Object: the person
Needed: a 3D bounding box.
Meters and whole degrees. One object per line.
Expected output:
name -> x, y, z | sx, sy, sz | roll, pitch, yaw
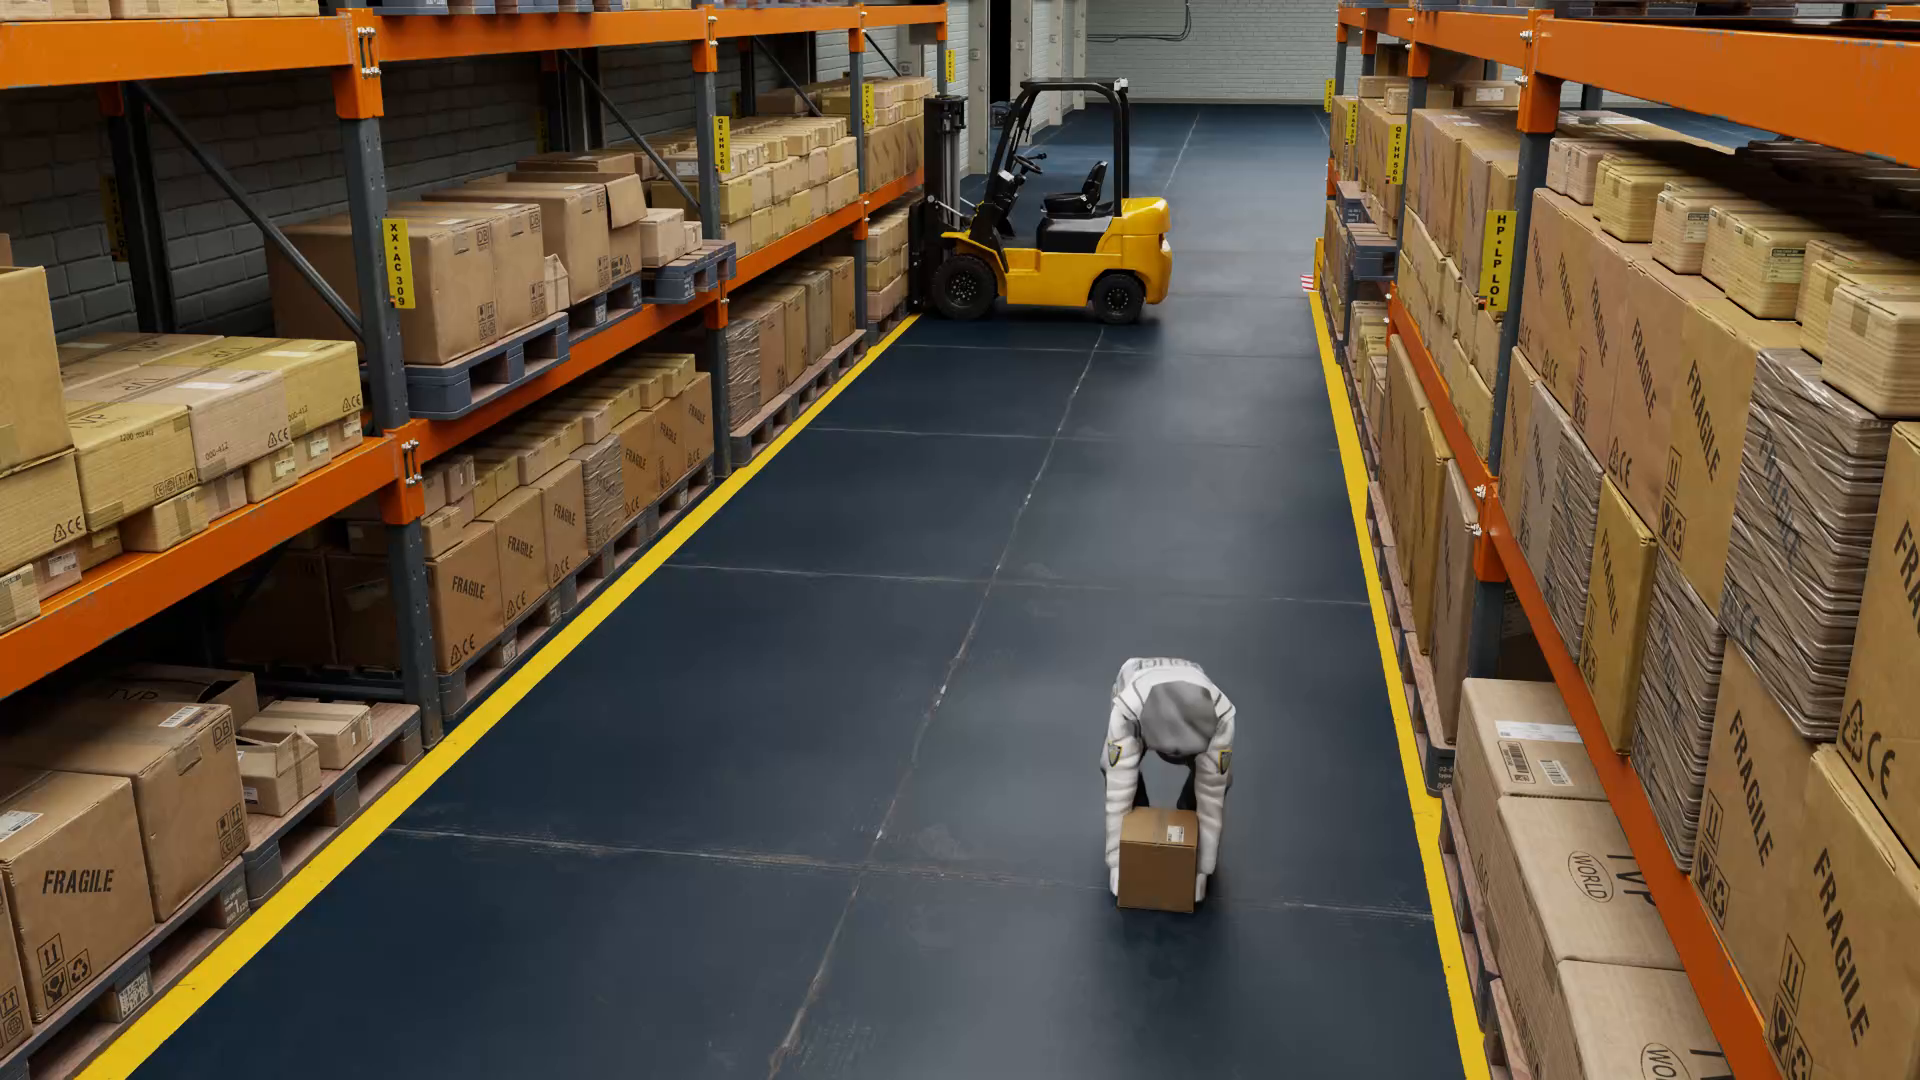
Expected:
person -> 0.717, 0.752, 5.771 | 0.456, 0.819, 0.899 | 2, 18, 7
